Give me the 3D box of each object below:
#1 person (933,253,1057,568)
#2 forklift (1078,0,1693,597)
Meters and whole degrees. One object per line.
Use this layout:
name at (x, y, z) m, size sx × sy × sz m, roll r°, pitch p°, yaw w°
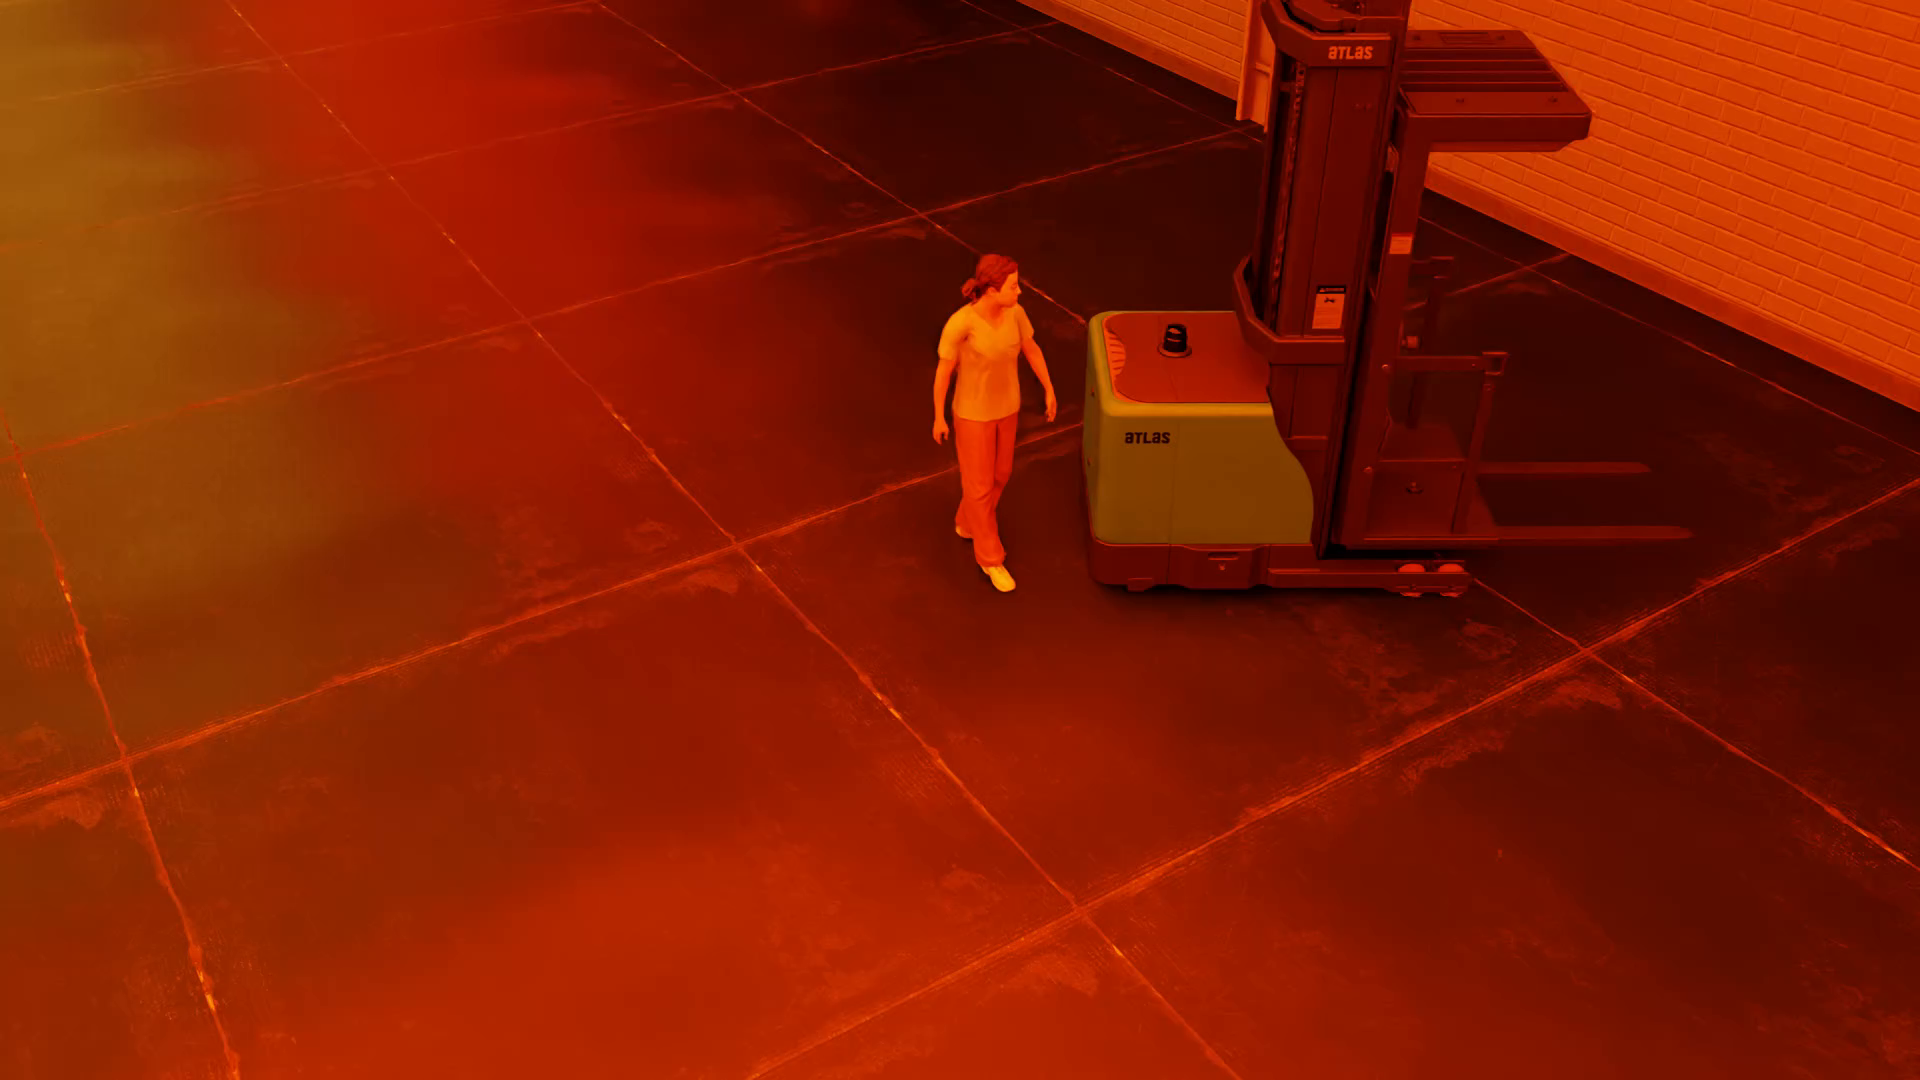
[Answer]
person at (0.163, -0.651, 8.138) m, size 0.618 × 1.596 × 0.504 m, roll -25°, pitch 42°, yaw -31°
forklift at (2.160, -1.222, 7.887) m, size 3.031 × 2.935 × 1.130 m, roll 0°, pitch 35°, yaw 0°
